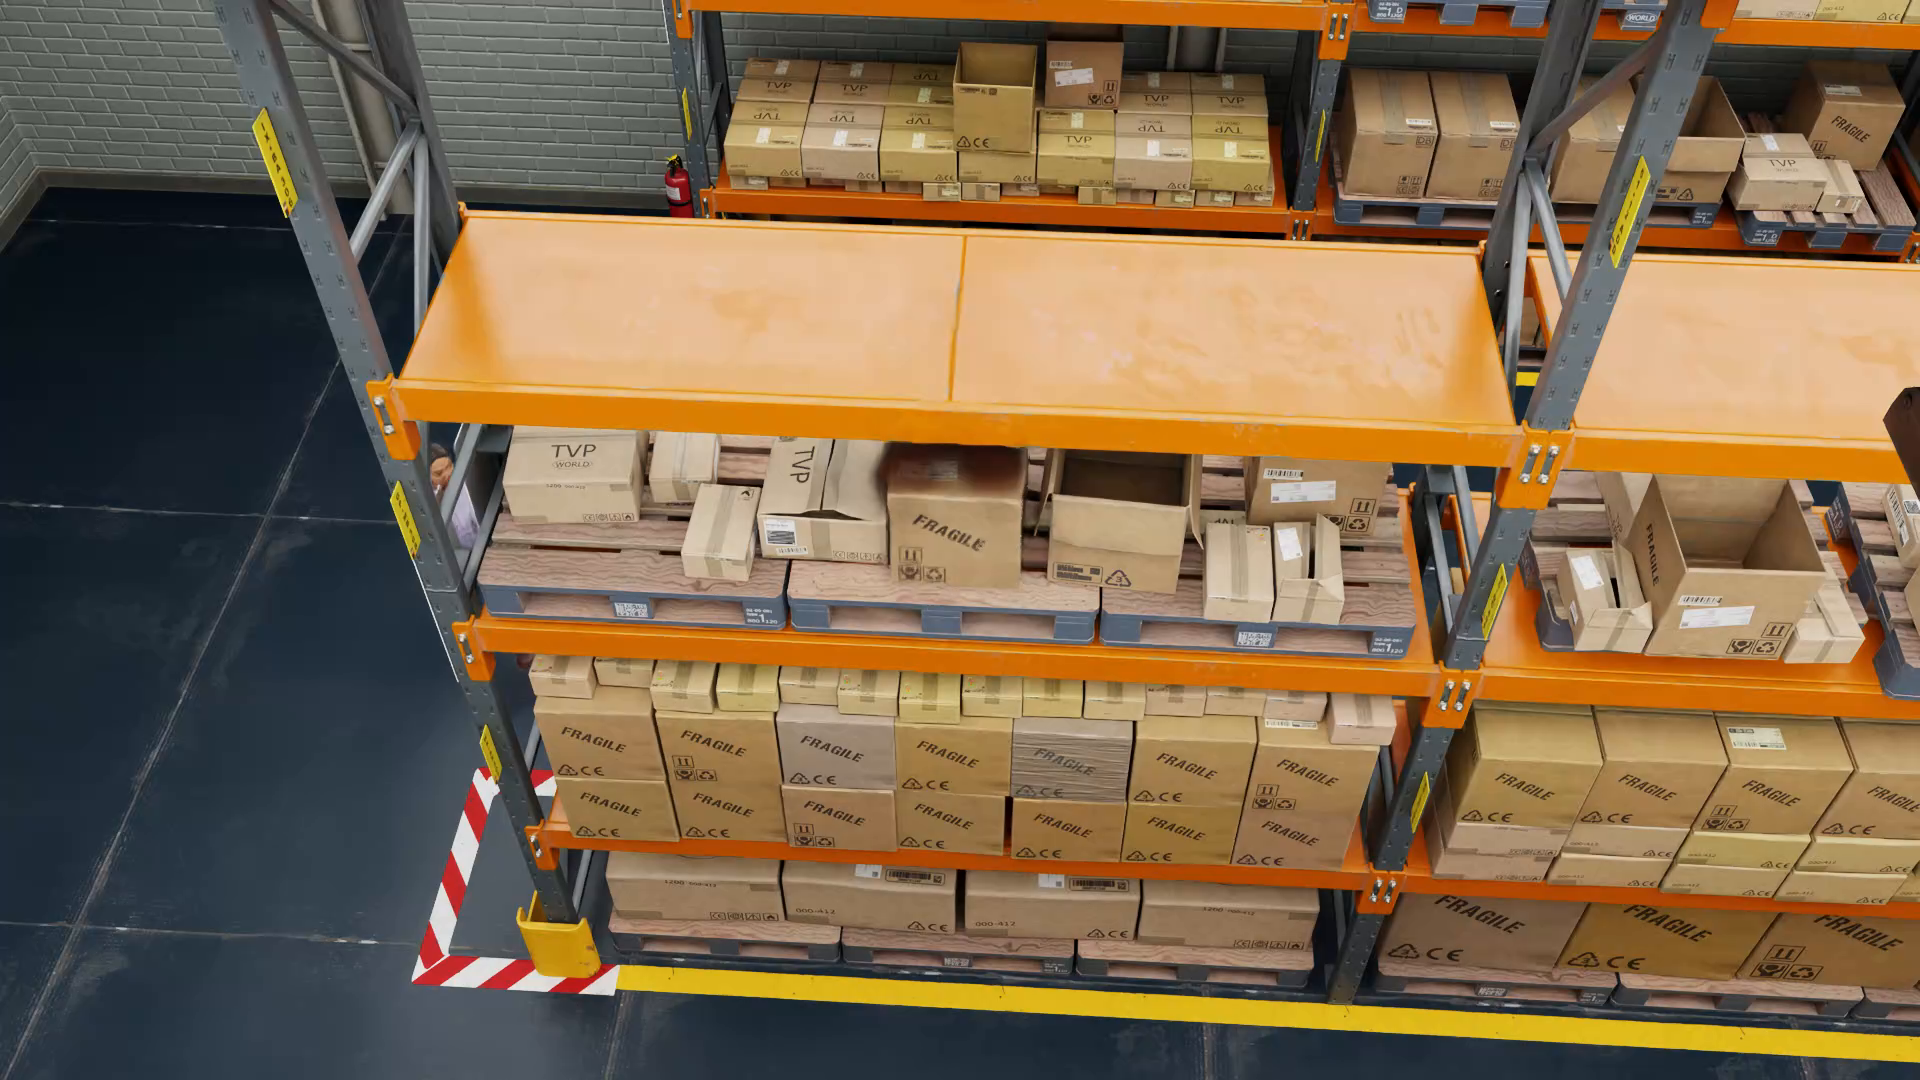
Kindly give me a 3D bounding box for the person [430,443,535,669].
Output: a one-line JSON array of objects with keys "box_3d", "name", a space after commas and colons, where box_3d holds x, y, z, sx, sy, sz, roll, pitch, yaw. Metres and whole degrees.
[{"box_3d": [-2.672, 0.120, 9.236, 0.583, 1.673, 0.397, -4, 48, -4], "name": "person"}]
